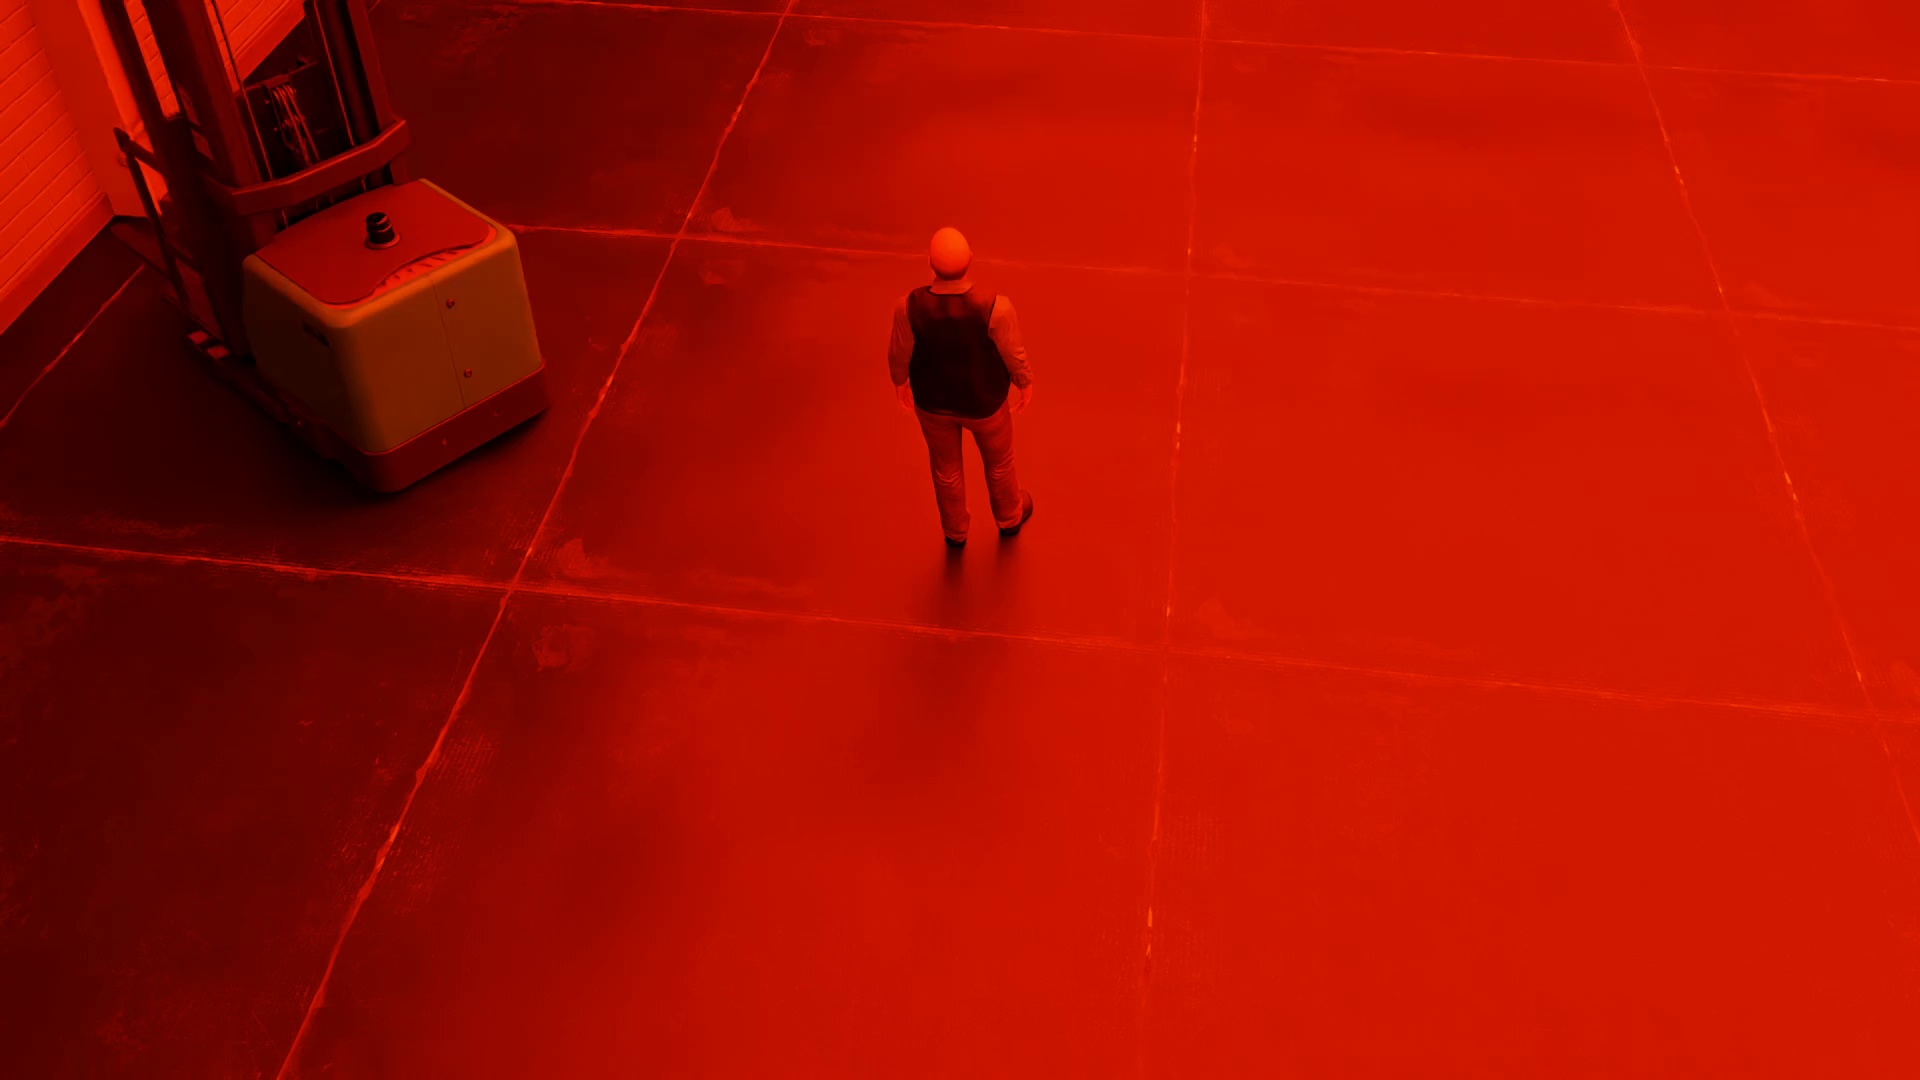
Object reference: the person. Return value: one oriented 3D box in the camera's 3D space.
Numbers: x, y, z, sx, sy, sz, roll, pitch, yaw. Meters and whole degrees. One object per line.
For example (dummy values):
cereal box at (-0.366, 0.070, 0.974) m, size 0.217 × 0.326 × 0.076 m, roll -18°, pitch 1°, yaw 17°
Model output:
person at (0.016, -0.680, 7.348) m, size 0.632 × 1.720 × 0.568 m, roll 5°, pitch 43°, yaw 6°

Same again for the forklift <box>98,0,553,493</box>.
forklift at (-3.524, -2.178, 8.096) m, size 3.031 × 2.935 × 1.130 m, roll 32°, pitch 51°, yaw 30°
